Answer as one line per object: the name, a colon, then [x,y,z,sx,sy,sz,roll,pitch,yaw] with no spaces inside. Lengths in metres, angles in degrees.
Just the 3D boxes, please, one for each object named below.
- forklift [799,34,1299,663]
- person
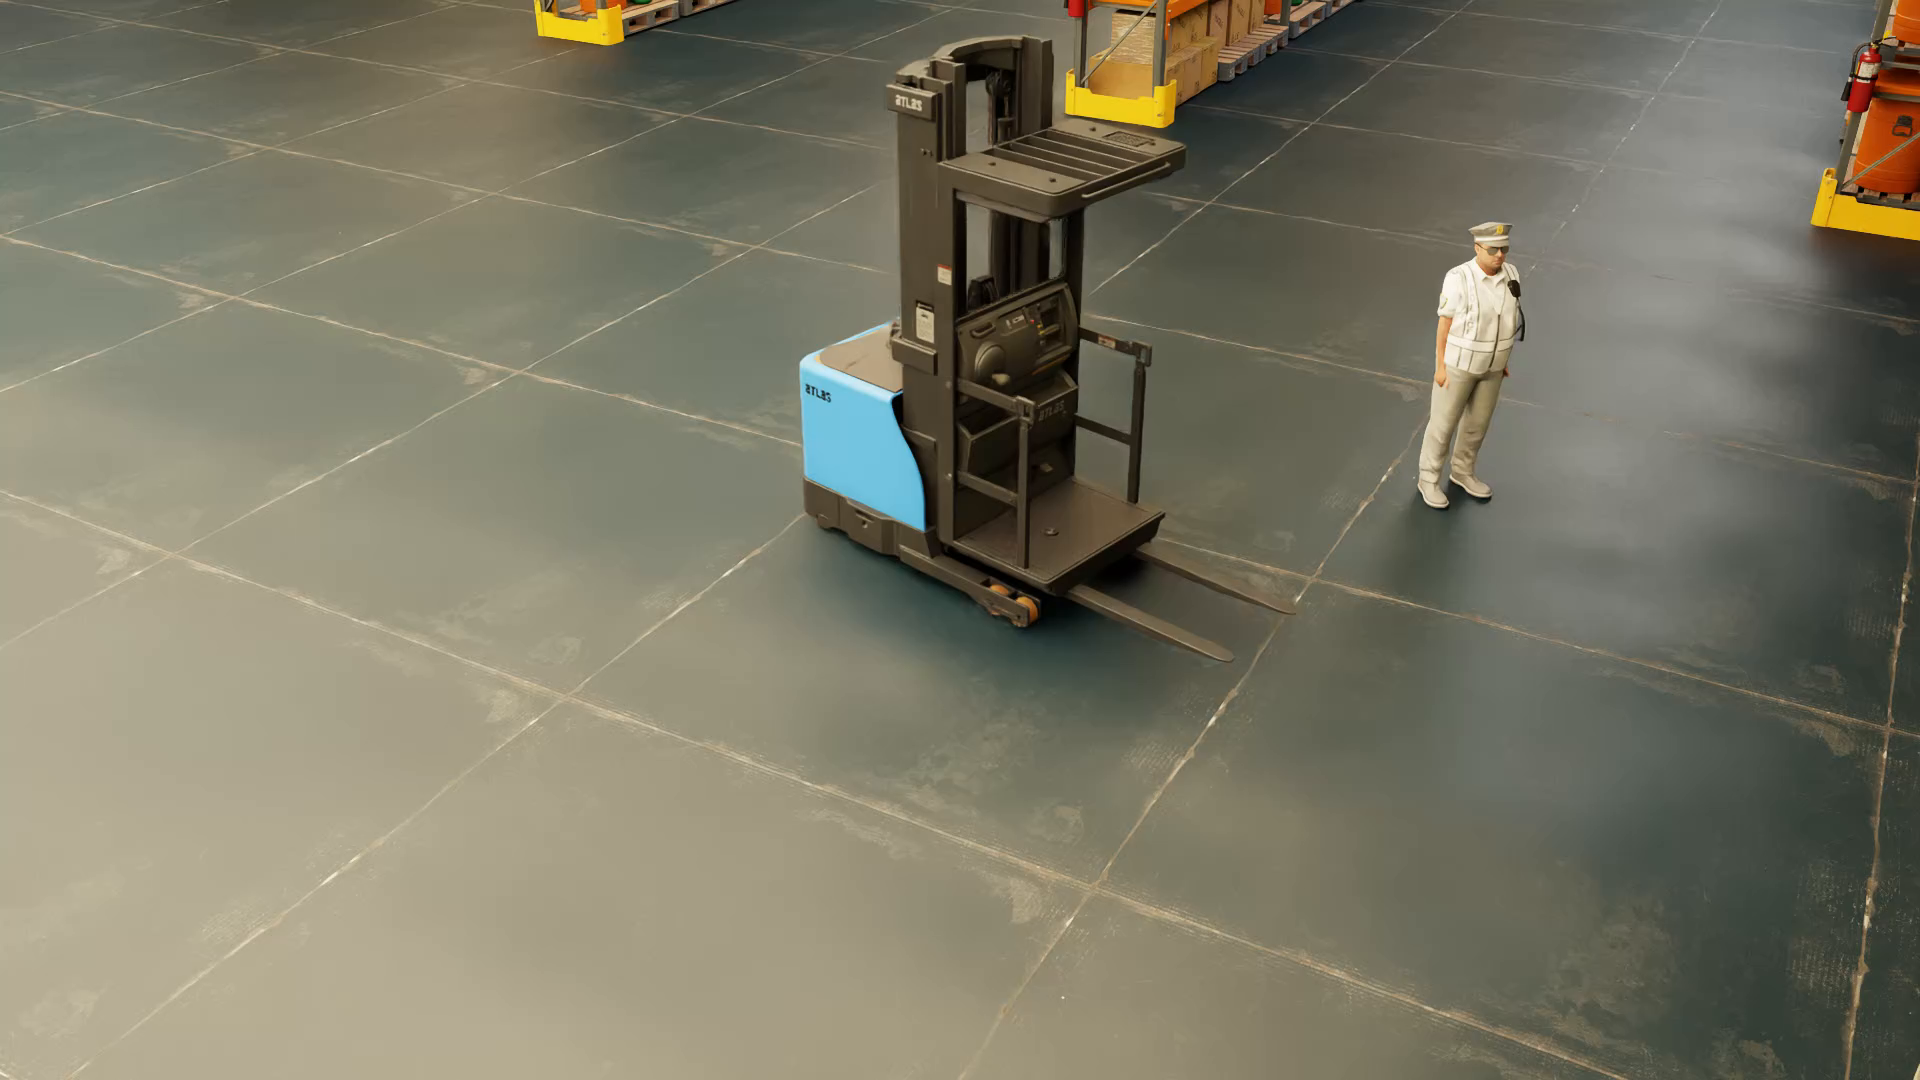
forklift: [0.474,-1.084,8.950,3.031,2.935,1.130,24,38,35]
person: [3.124,-1.082,10.111,0.528,1.771,0.410,-11,32,-18]
